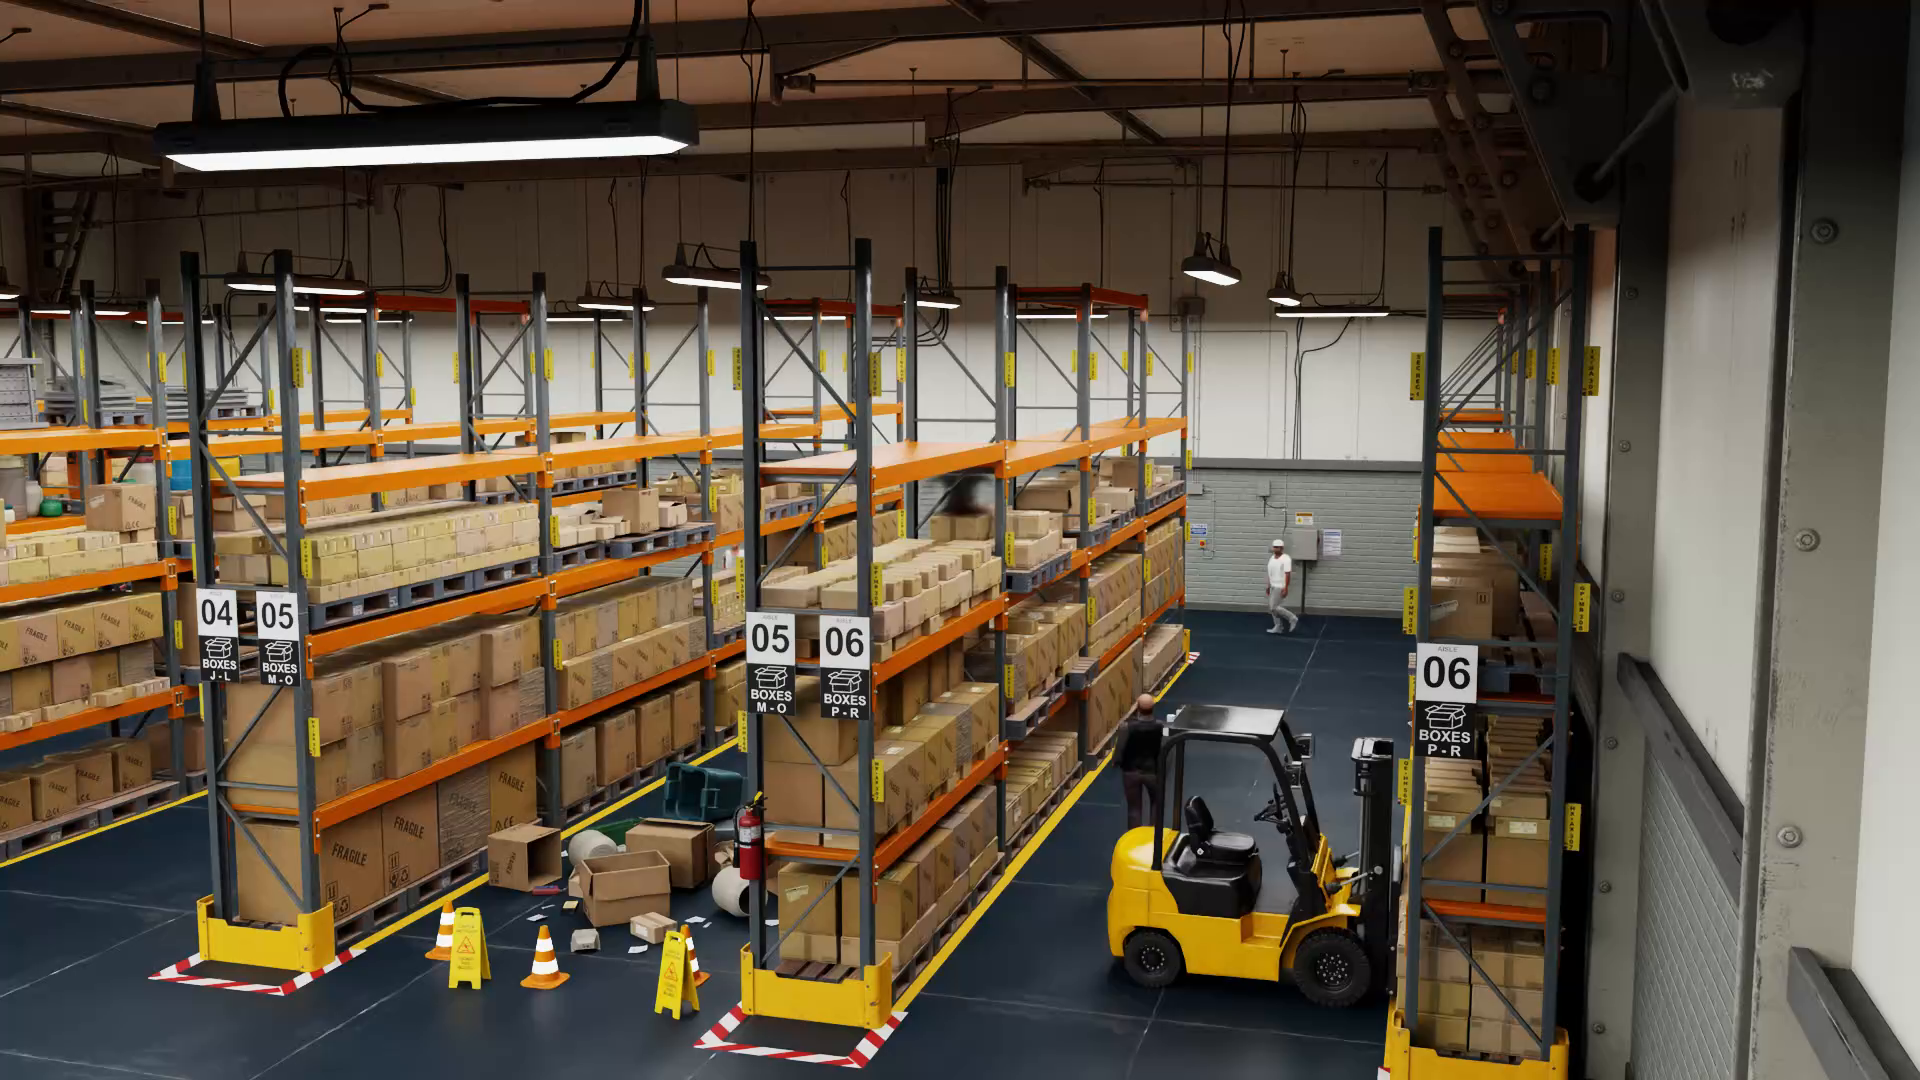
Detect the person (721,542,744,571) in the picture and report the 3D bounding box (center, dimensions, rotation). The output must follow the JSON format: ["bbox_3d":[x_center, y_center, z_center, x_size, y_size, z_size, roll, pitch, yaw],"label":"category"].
[{"bbox_3d":[-4.246,0.776,31.301,0.630,1.733,1.055,2,7,15],"label":"person"}]

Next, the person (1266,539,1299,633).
[{"bbox_3d":[5.933,0.853,30.634,0.566,1.747,0.537,0,6,0],"label":"person"}]

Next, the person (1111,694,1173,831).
[{"bbox_3d":[1.864,2.407,17.046,0.620,1.737,0.504,1,6,5],"label":"person"}]
